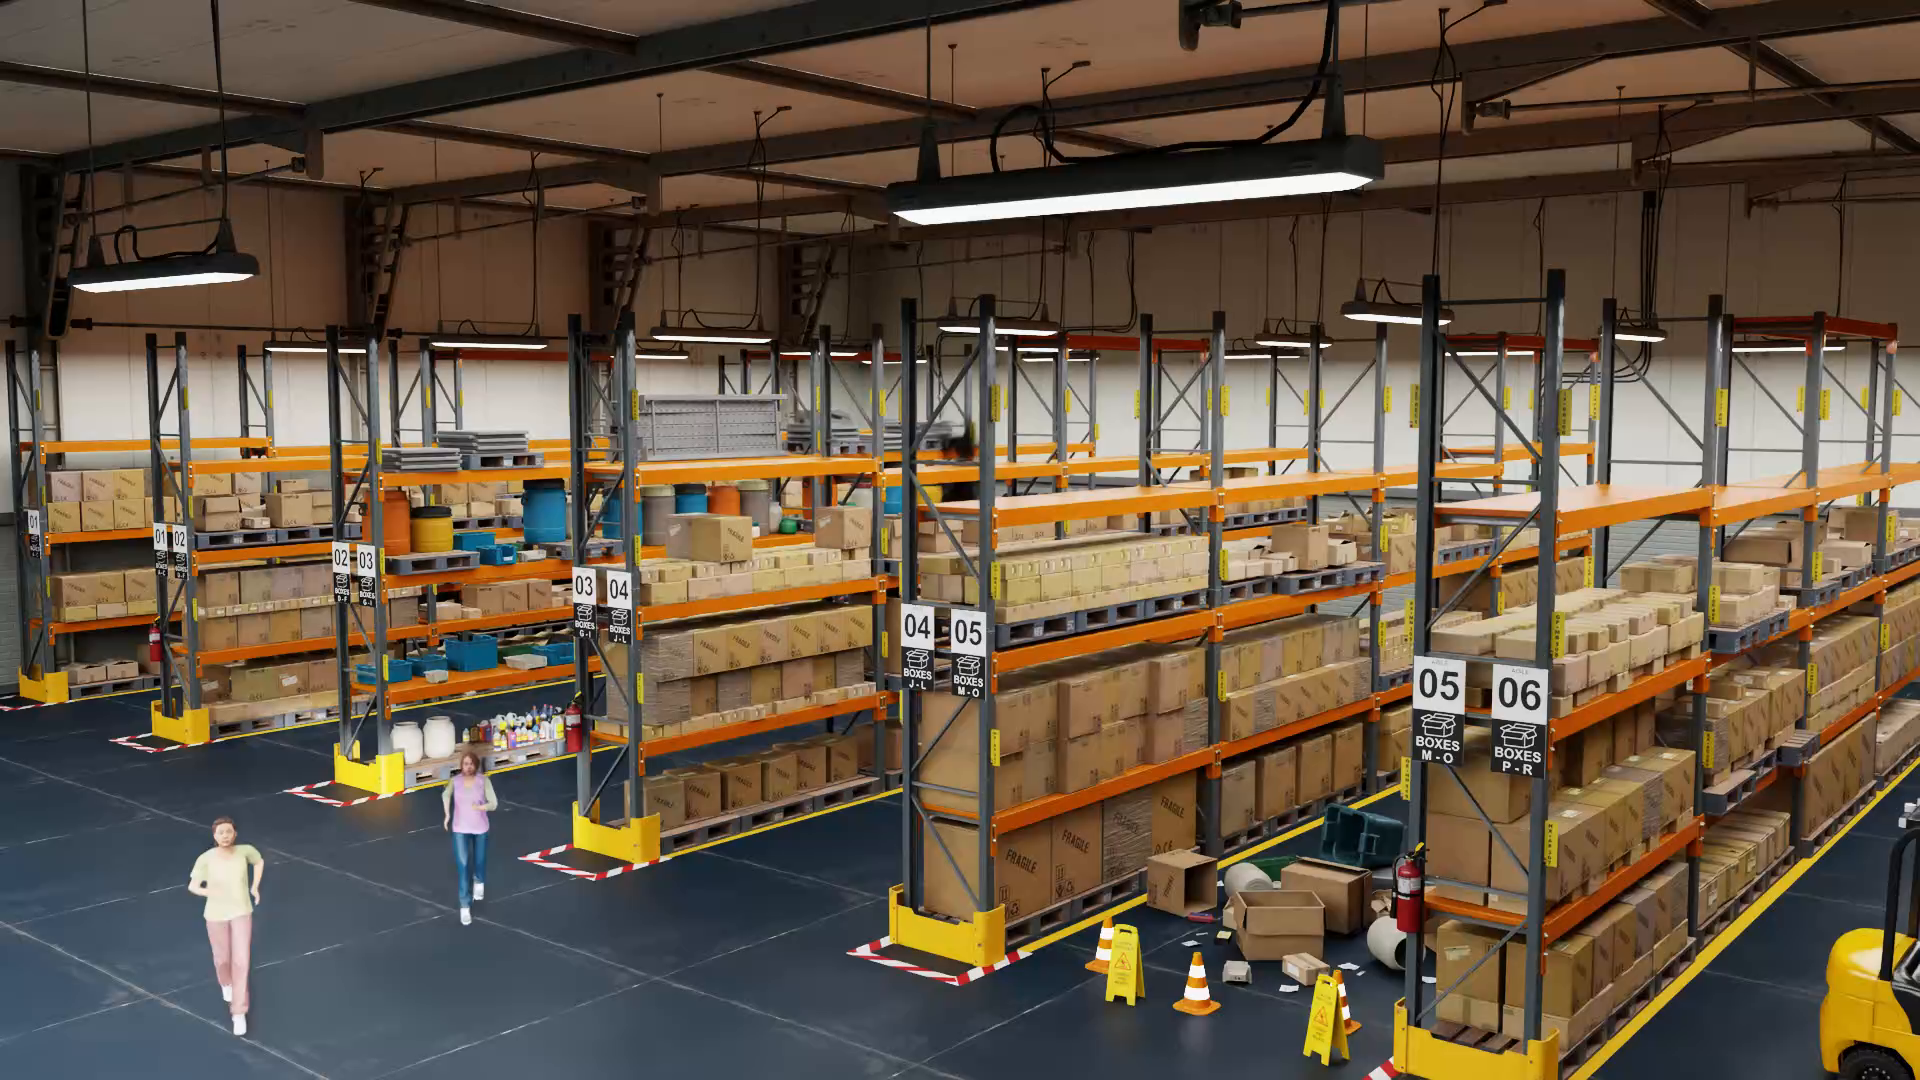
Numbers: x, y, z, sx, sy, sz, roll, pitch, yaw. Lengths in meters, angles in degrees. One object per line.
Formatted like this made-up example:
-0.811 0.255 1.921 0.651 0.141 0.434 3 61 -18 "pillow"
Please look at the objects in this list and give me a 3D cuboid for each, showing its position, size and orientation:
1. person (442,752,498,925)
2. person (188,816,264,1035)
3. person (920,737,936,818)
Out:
-4.822 2.873 16.378 0.528 1.600 0.869 -1 5 -16 "person"
-5.981 3.087 13.593 0.574 1.674 0.950 -2 6 -24 "person"
-0.180 2.657 18.398 0.660 1.732 0.634 2 5 20 "person"
